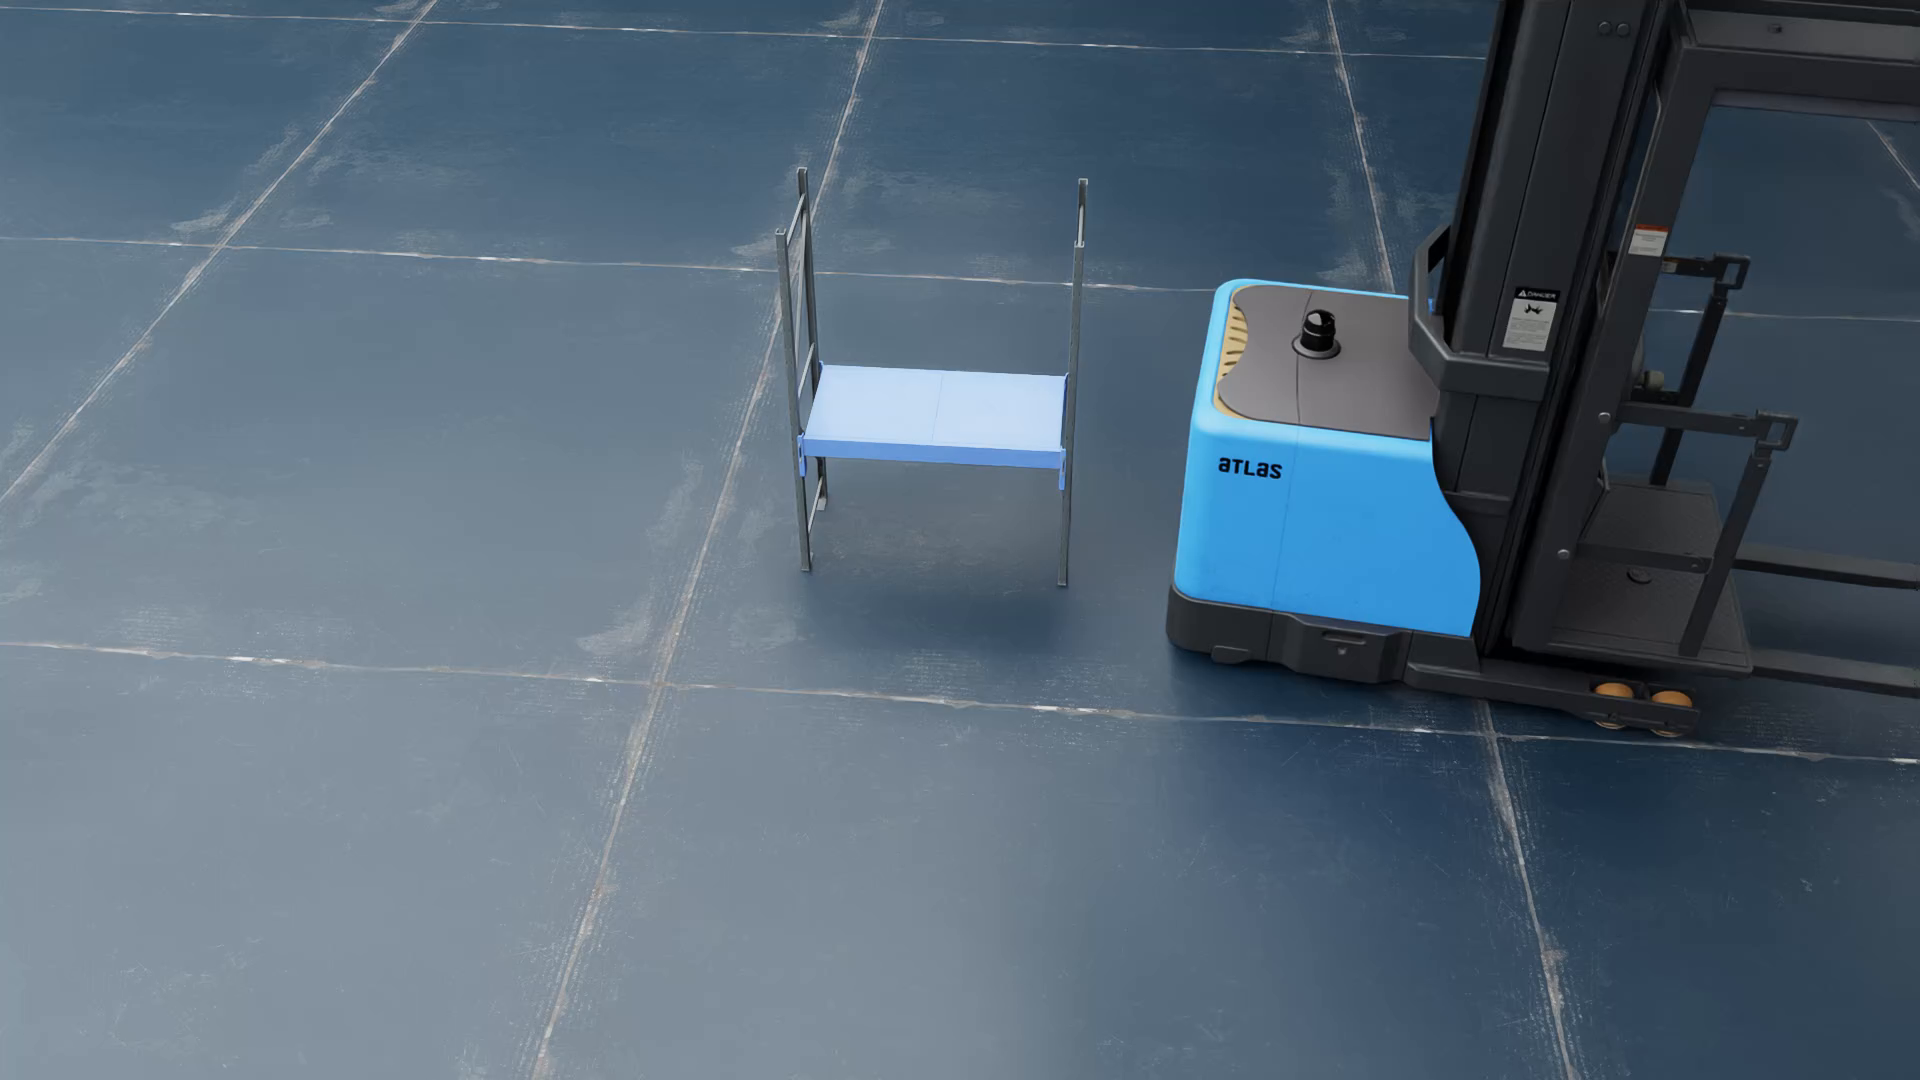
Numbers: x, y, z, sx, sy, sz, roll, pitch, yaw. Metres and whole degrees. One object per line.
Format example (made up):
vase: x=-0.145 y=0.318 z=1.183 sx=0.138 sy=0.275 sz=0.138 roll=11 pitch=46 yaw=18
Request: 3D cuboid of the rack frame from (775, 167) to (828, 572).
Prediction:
rack frame: x=-0.591 y=-0.614 z=6.316 sx=0.032 sy=1.500 sz=0.500 roll=3 pitch=39 yaw=4

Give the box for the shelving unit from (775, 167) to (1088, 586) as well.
shelving unit: x=-0.085 y=-0.586 z=6.282 sx=1.048 sy=1.500 sz=0.538 roll=3 pitch=39 yaw=4

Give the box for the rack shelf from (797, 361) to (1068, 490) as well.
rack shelf: x=-0.085 y=-0.447 z=6.396 sx=1.000 sy=0.185 sz=0.538 roll=3 pitch=39 yaw=4

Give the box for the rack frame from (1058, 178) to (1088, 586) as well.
rack frame: x=0.421 y=-0.559 z=6.248 sx=0.032 sy=1.500 sz=0.500 roll=3 pitch=39 yaw=4

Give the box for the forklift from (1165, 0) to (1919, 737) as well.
forklift: x=2.340 y=-0.808 z=5.421 sx=3.031 sy=2.935 sz=1.130 roll=8 pitch=40 yaw=10
